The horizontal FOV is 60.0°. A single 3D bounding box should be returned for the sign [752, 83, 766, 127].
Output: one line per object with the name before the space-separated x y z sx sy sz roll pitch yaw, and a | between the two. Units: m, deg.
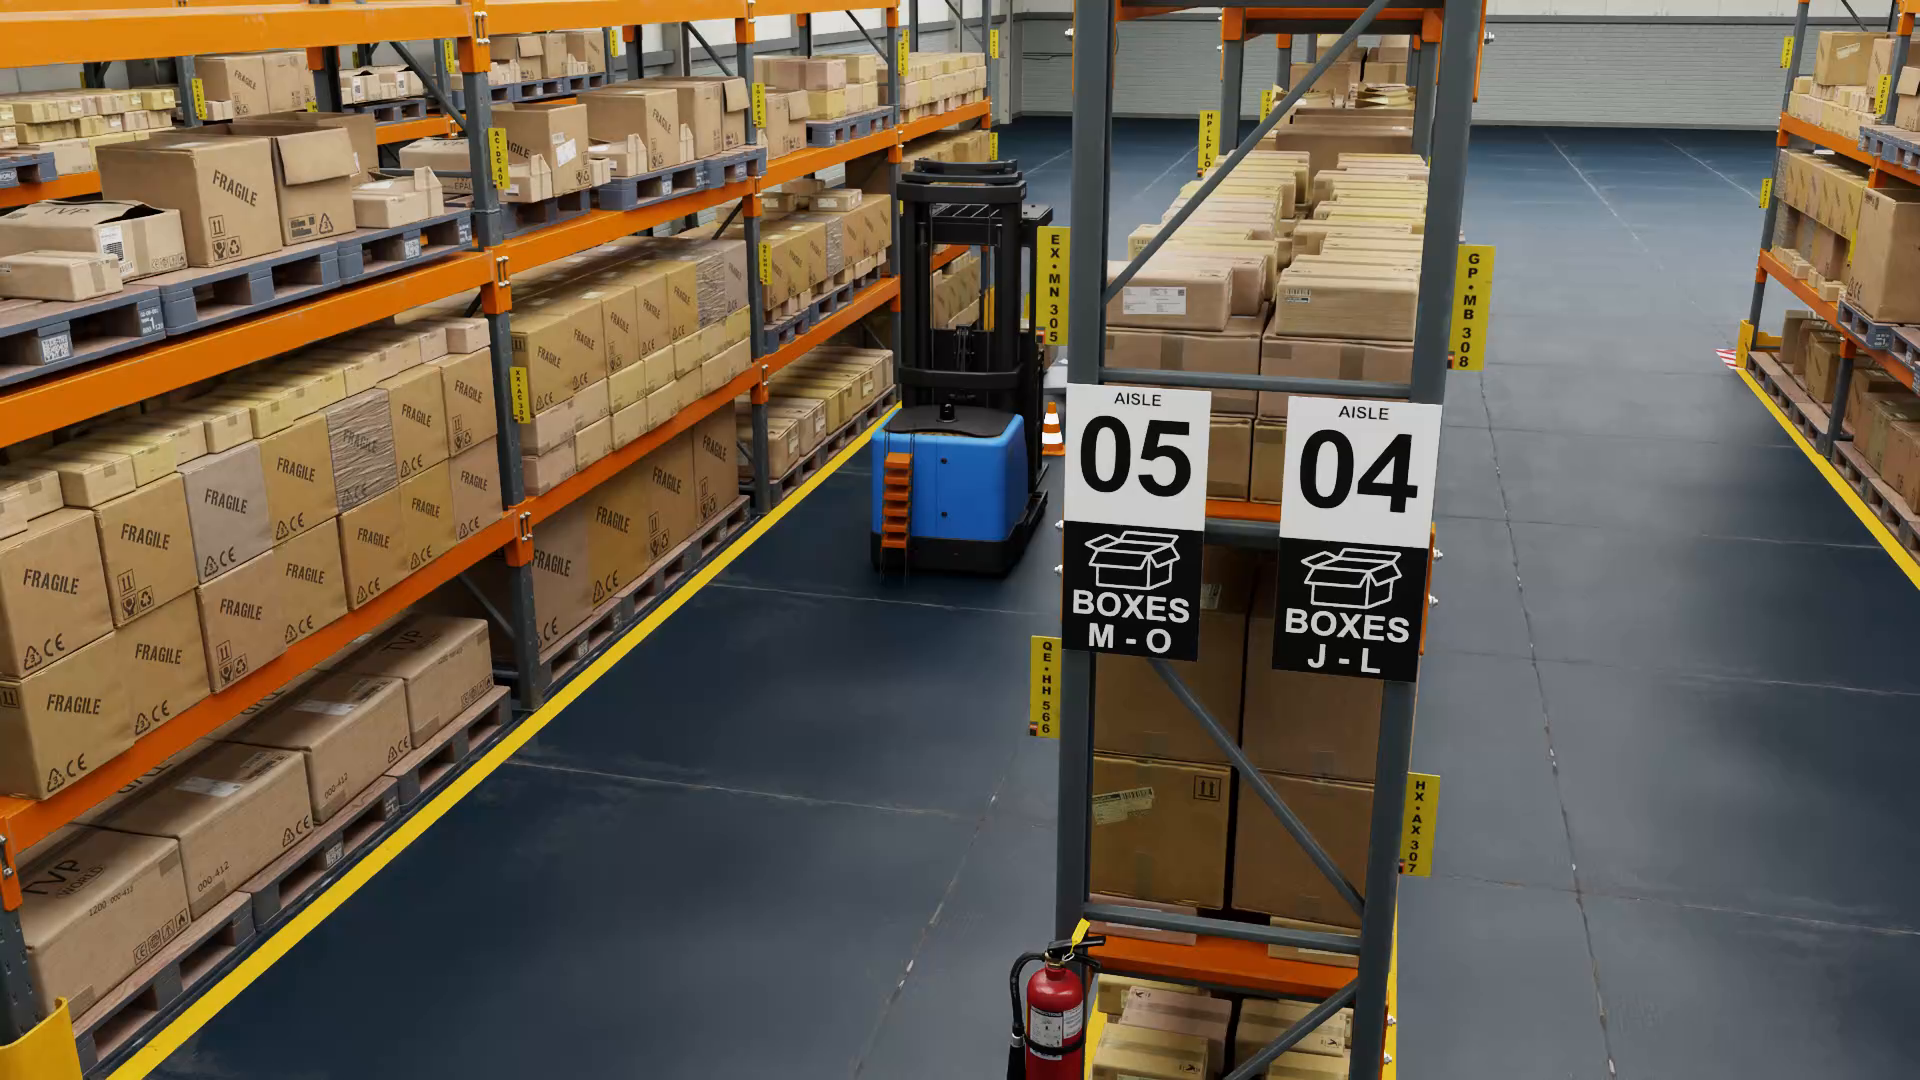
sign | -1.541 -3.332 12.740 0.100 0.325 0.005 5 19 13

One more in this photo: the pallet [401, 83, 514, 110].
pallet | -5.730 -4.969 18.590 1.003 0.211 1.213 5 19 13

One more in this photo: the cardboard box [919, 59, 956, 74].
cardboard box | -0.261 -5.250 18.431 0.380 0.149 0.250 5 20 15

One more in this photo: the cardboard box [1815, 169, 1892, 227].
cardboard box | 8.597 -3.286 16.004 0.500 0.500 0.500 5 19 13

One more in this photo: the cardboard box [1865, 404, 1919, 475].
cardboard box | 8.204 -0.835 14.177 0.700 0.500 0.500 5 19 13

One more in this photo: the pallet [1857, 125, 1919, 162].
pallet | 8.256 -3.294 13.840 1.213 0.211 1.003 5 19 13

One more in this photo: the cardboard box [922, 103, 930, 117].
cardboard box | -0.538 -4.632 17.856 0.380 0.149 0.250 4 19 12

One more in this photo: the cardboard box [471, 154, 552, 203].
cardboard box | -2.593 -2.107 9.633 0.396 0.266 0.258 4 19 13

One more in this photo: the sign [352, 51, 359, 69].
sign | -6.452 -5.067 17.817 0.100 0.325 0.005 5 19 13

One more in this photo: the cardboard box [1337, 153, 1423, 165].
cardboard box | 1.960 -1.718 7.778 0.380 0.149 0.250 4 19 11

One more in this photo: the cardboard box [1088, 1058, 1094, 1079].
cardboard box | 0.645 2.011 5.959 0.380 0.149 0.250 4 19 12

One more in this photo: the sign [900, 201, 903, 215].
sign | -0.560 -3.436 16.815 0.100 0.325 0.005 5 19 13

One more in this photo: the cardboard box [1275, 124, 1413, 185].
cardboard box | 1.970 -1.840 8.488 0.700 0.500 0.500 5 19 13

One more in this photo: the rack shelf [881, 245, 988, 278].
rack shelf | -0.611 -3.217 19.079 1.077 0.370 4.000 5 19 13

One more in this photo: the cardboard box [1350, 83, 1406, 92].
cardboard box | 3.708 -3.932 14.846 0.500 0.250 0.500 5 19 14

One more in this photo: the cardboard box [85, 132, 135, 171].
cardboard box | -6.903 -3.079 13.152 0.500 0.250 0.500 5 19 14

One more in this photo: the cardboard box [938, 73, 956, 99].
cardboard box | -0.353 -5.013 18.355 0.500 0.250 0.500 5 19 14

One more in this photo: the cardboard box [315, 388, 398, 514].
cardboard box | -3.149 -0.455 8.179 0.500 0.500 0.500 5 19 14

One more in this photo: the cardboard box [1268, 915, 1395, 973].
cardboard box | 1.190 1.233 5.326 0.380 0.149 0.250 4 19 13

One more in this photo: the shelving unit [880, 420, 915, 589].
shelving unit | -0.455 -0.252 12.056 0.189 1.200 0.258 4 19 4

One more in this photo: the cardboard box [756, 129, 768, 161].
cardboard box | -1.773 -3.198 13.478 0.396 0.266 0.258 5 19 13

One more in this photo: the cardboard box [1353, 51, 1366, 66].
cardboard box | 4.090 -5.112 17.841 0.500 0.250 0.500 5 19 13

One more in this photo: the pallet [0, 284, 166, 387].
pallet | -3.860 -0.780 6.328 1.003 0.211 1.213 5 19 13

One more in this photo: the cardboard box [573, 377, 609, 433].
cardboard box | -2.573 -0.870 10.553 0.500 0.250 0.500 5 19 14

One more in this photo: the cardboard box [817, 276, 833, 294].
cardboard box | -1.375 -2.347 15.157 0.380 0.149 0.250 5 20 15

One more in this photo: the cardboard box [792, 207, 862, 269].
cardboard box | -1.242 -2.838 15.591 0.500 0.500 0.500 5 20 15

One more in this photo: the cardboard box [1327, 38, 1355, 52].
cardboard box | 3.938 -5.191 17.455 0.380 0.149 0.250 5 19 14

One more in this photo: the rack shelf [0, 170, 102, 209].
rack shelf | -7.380 -2.520 12.397 1.077 0.370 4.000 5 19 13

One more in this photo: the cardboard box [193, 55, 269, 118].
cardboard box | -6.478 -3.988 14.624 0.500 0.500 0.500 5 19 14

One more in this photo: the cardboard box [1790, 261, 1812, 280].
cardboard box | 8.726 -2.750 16.987 0.380 0.149 0.250 5 19 13

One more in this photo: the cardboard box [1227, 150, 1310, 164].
cardboard box | 1.465 -1.766 7.918 0.380 0.149 0.250 4 19 12

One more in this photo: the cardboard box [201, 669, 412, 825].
cardboard box | -3.530 1.059 8.759 0.875 0.438 0.875 4 19 12

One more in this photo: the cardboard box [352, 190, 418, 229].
cardboard box | -2.964 -1.662 8.355 0.380 0.149 0.250 5 20 15

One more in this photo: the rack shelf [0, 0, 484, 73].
rack shelf | -3.543 -2.106 7.162 1.077 0.370 4.000 5 19 13

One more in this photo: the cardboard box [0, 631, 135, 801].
cardboard box | -3.636 0.655 6.474 0.500 0.500 0.500 5 19 13

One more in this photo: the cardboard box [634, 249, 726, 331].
cardboard box | -2.067 -1.853 12.271 0.500 0.500 0.500 5 19 14

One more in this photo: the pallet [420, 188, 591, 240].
pallet | -2.878 -2.043 10.185 0.805 0.209 1.217 4 19 11

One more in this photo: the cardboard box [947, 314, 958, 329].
cardboard box | -0.316 -2.481 19.415 0.500 0.250 0.500 4 19 11

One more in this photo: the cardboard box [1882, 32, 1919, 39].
cardboard box | 9.354 -4.740 16.396 0.500 0.500 0.500 5 19 13

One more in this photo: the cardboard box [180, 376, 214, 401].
cardboard box | -3.773 -0.696 7.881 0.380 0.149 0.250 5 19 14

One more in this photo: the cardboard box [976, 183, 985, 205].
cardboard box | 0.012 -4.181 20.172 0.500 0.500 0.500 4 19 12

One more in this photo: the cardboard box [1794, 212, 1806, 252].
cardboard box | 9.321 -3.254 17.457 0.875 0.500 0.500 5 19 13

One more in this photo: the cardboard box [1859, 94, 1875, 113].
cardboard box | 8.441 -3.972 15.150 0.380 0.149 0.250 4 19 11

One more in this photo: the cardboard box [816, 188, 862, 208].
cardboard box | -1.149 -3.245 15.779 0.380 0.149 0.250 4 19 12

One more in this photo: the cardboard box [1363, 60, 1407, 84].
cardboard box | 4.116 -4.438 15.867 0.500 0.250 0.500 5 19 14

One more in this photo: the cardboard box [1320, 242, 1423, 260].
cardboard box | 1.310 -0.825 5.164 0.380 0.149 0.250 5 19 13

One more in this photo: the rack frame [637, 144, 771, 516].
rack frame | -2.077 -1.677 13.457 1.000 3.000 0.127 5 19 13

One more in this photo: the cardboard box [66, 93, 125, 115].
cardboard box | -6.871 -3.453 13.171 0.380 0.149 0.250 4 19 12

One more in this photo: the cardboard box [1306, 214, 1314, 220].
cardboard box | 1.643 -1.158 6.756 0.500 0.250 0.500 5 20 16

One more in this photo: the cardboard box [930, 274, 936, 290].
cardboard box | -0.481 -2.849 18.330 0.380 0.149 0.250 5 20 15

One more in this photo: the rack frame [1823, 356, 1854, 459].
rack frame | 8.510 -2.148 14.836 1.000 3.000 0.127 5 19 13

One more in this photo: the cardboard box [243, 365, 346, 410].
cardboard box | -3.194 -0.733 7.989 0.380 0.149 0.250 4 19 12

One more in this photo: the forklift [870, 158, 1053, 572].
forklift | 0.125 -1.587 13.298 1.130 2.935 3.031 4 19 11

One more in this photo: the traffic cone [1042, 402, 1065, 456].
traffic cone | 0.854 -1.061 15.578 0.336 0.463 0.334 5 19 13
